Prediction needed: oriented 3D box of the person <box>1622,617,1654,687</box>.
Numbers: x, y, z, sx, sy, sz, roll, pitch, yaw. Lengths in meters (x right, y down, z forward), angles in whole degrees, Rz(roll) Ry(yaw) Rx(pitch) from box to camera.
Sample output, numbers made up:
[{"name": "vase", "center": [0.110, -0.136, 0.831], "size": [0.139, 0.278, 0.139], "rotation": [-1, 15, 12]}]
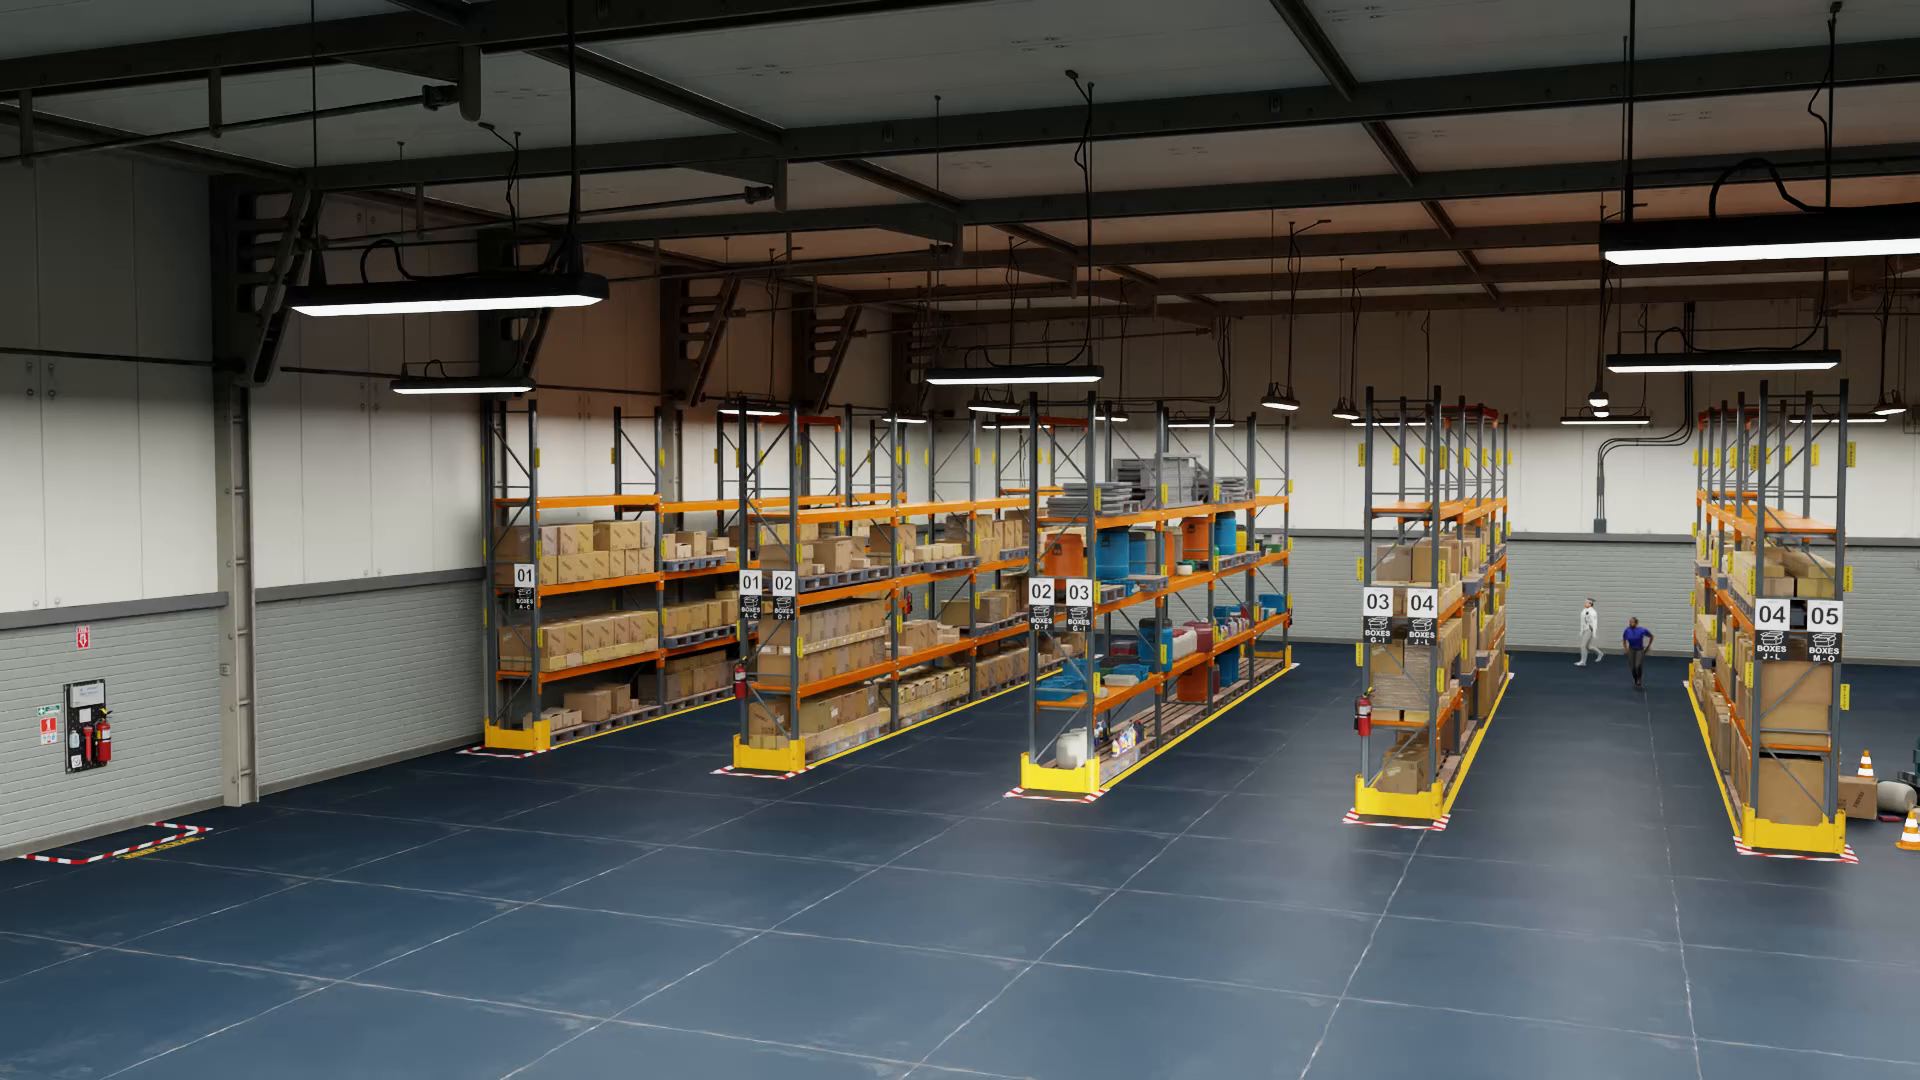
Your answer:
[{"name": "person", "center": [14.742, 2.439, 36.154], "size": [0.628, 1.567, 0.726], "rotation": [2, 3, 33]}]

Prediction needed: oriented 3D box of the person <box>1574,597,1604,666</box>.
[{"name": "person", "center": [15.158, 2.186, 39.981], "size": [0.834, 1.651, 0.480], "rotation": [0, 3, -9]}]
